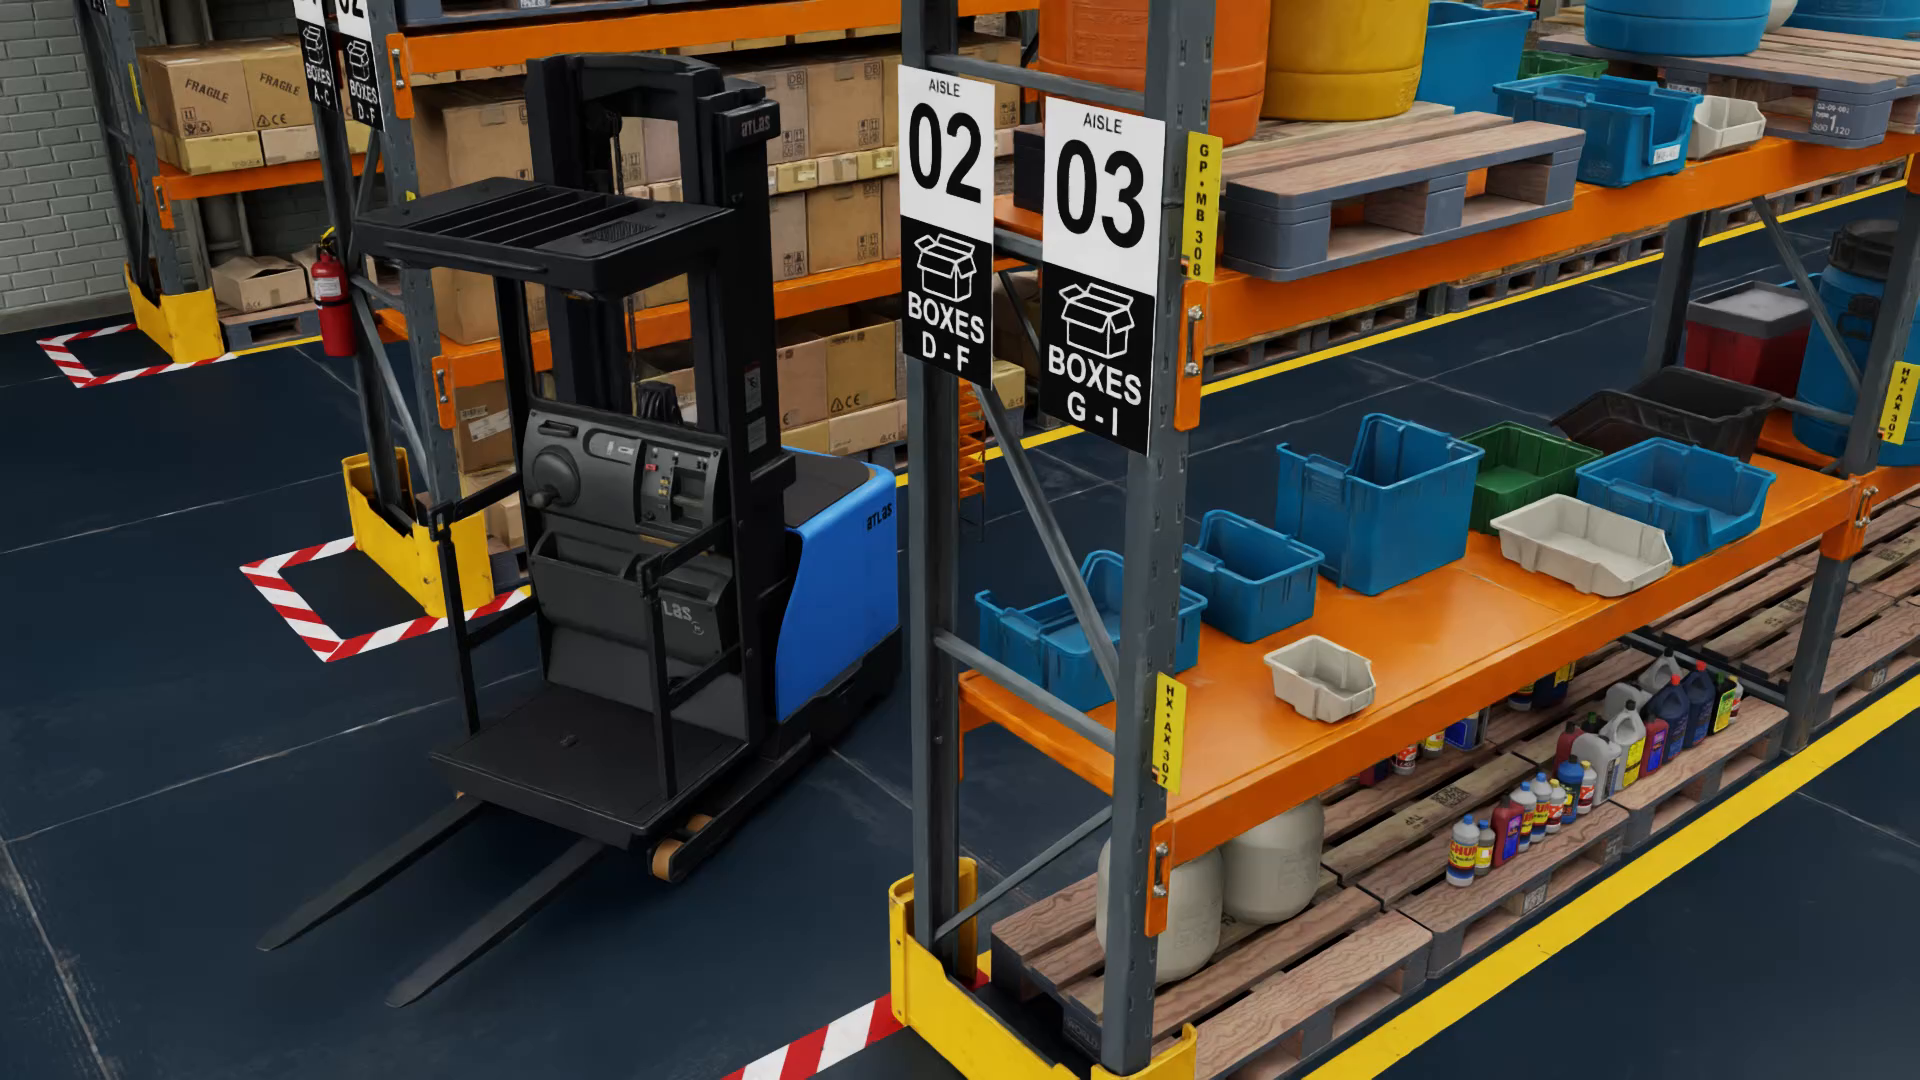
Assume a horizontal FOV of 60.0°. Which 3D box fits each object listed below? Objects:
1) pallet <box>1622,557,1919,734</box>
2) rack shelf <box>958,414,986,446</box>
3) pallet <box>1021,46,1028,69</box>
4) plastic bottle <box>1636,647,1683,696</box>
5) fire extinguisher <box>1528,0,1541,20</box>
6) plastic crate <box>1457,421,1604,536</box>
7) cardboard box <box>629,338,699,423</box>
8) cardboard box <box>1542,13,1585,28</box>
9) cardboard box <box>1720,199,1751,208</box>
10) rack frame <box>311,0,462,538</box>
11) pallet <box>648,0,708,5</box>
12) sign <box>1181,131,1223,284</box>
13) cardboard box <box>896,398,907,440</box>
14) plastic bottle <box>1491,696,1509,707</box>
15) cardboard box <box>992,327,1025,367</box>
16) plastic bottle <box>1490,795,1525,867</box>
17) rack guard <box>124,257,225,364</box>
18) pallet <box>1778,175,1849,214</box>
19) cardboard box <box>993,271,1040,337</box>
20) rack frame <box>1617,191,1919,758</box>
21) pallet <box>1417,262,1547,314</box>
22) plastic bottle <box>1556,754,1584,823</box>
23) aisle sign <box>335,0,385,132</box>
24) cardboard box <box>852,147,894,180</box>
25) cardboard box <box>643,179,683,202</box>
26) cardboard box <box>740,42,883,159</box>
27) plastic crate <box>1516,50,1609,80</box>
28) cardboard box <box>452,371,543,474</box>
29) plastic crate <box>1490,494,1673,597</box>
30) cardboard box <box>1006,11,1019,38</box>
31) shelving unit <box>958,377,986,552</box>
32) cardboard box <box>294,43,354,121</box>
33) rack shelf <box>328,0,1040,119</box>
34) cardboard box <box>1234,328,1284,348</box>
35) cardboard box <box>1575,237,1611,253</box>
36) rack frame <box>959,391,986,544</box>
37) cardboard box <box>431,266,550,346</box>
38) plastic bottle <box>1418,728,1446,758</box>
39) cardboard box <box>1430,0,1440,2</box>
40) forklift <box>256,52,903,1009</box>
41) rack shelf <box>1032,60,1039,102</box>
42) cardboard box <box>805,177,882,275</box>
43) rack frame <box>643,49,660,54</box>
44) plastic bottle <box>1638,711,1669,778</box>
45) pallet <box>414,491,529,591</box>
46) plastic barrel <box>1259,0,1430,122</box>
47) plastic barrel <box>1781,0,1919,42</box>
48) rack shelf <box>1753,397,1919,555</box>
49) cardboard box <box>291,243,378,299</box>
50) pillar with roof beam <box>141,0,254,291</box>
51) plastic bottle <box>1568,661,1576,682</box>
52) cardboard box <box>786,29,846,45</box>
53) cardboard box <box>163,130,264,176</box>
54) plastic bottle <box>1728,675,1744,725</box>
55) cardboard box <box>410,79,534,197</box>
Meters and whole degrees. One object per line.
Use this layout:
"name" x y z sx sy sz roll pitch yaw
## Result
"pallet" 3.943 0.451 8.028 1.213 0.211 1.003 -18 31 -34
"rack shelf" -0.011 -0.609 8.957 0.180 0.103 0.258 -18 31 -34
"pallet" -0.111 -4.611 15.849 1.003 0.211 1.213 -18 31 -34
"plastic bottle" 2.931 0.620 6.975 0.185 0.351 0.144 -18 31 -34
"fire extinguisher" 7.082 -6.678 20.611 0.183 0.674 0.296 -18 31 -34
"plastic crate" 2.107 -0.242 6.460 0.662 0.188 0.450 -18 31 -34
"cardboard box" -1.515 -0.814 9.317 0.500 0.500 0.500 -18 31 -34
"cardboard box" 5.239 -4.074 13.847 0.700 0.500 0.500 18 30 33
"cardboard box" 7.055 -3.334 15.543 0.500 0.311 0.500 -18 31 -34
"rack frame" -2.852 -1.200 8.272 0.127 3.000 1.000 -18 31 -34
"pallet" -1.319 -3.014 8.723 1.213 0.211 1.003 -18 31 -34
"sign" 0.538 -0.739 3.706 0.005 0.325 0.100 -18 31 -34
"cardboard box" -0.334 -0.863 10.313 0.500 0.250 0.500 -18 31 -34
"plastic bottle" 2.309 0.526 7.177 0.185 0.351 0.144 -20 31 -36
"cardboard box" 0.443 -1.386 11.441 0.500 0.250 0.500 -19 31 -35
"plastic bottle" 2.010 1.054 6.120 0.133 0.283 0.061 -18 30 -33
"rack guard" -5.852 -1.726 12.375 0.348 0.500 1.175 -18 31 -34
"pallet" 8.093 -3.549 16.646 1.213 0.211 1.003 -18 31 -34
"cardboard box" 0.437 -1.637 11.315 0.500 0.311 0.500 -18 31 -34
"rack frame" 3.349 -0.597 6.973 0.127 3.000 1.000 -18 31 -34
"pallet" 4.054 -2.195 13.728 1.213 0.211 1.003 -18 31 -34
"plastic bottle" 2.328 0.945 6.370 0.097 0.271 0.097 0 25 0
"aisle sign" -2.715 -2.261 7.470 0.004 0.787 0.394 -18 31 -34
"cardboard box" -0.588 -2.173 9.480 0.250 0.149 0.380 -18 31 -34
"cardboard box" -1.599 -1.839 8.760 0.250 0.149 0.380 -19 31 -36
"cardboard box" -0.841 -2.494 9.401 0.500 0.500 0.700 -18 31 -34
"plastic crate" 1.940 -1.542 5.698 0.450 0.188 0.336 -18 31 -34
"cardboard box" -2.614 -0.721 9.117 0.500 0.500 0.500 -18 31 -34
"plastic crate" 2.228 0.028 5.939 0.437 0.136 0.530 -18 31 -34
"cardboard box" 0.593 -5.318 16.649 0.500 0.500 0.500 -18 30 -34
"shelving unit" -0.011 -0.540 8.989 0.189 1.200 0.258 -18 31 -34
"cardboard box" -4.545 -3.403 12.283 0.500 0.500 0.500 -19 31 -36
"rack shelf" -1.278 -2.754 8.912 4.000 0.370 1.077 -18 31 -34
"cardboard box" 1.976 -1.605 11.912 0.500 0.250 0.500 -18 30 -33
"cardboard box" 5.192 -2.771 14.104 0.500 0.500 0.500 -19 31 -36
"rack frame" 0.061 -0.564 9.041 0.006 1.200 0.240 -18 31 -34
"cardboard box" -2.477 -1.362 8.503 0.500 0.500 0.700 -18 31 -34
"plastic bottle" 1.937 0.781 6.805 0.097 0.201 0.097 0 25 0
"cardboard box" 5.112 -6.609 19.571 0.700 0.700 0.980 -20 32 -36
"forklift" -1.411 -0.227 6.257 1.130 2.935 3.031 13 28 25
"rack shelf" 1.957 -5.111 17.555 4.000 0.370 1.077 -18 31 -34
"cardboard box" -0.858 -1.899 9.659 0.500 0.500 0.700 -18 30 -33
"rack frame" -2.764 -3.879 14.045 0.127 3.000 1.000 -18 31 -34
"plastic bottle" 2.767 0.804 6.658 0.133 0.283 0.061 -16 29 -31
"pallet" -2.276 -0.148 9.317 1.213 0.211 1.003 -18 31 -34
"plastic barrel" 1.020 -1.533 4.704 0.600 0.588 0.600 0 25 0
"plastic barrel" 3.615 -2.389 6.676 0.708 0.901 0.600 -18 31 -34
"rack shelf" 4.923 -0.790 8.244 4.000 0.370 1.077 -18 31 -34
"cardboard box" -4.863 -2.118 12.922 0.500 0.311 0.500 -15 29 -30
"pillar with roof beam" -3.238 -4.603 8.480 0.400 9.000 9.100 -18 31 -34
"plastic bottle" 2.657 0.501 7.311 0.133 0.283 0.061 -18 31 -34
"cardboard box" -1.400 -4.569 14.890 0.500 0.500 0.700 -14 28 -27
"cardboard box" -5.332 -2.803 11.880 0.500 0.250 0.500 -19 31 -35
"plastic bottle" 3.256 0.670 7.044 0.097 0.201 0.097 0 25 0
"cardboard box" -2.435 -1.965 8.260 0.500 0.500 0.700 -18 30 -34
